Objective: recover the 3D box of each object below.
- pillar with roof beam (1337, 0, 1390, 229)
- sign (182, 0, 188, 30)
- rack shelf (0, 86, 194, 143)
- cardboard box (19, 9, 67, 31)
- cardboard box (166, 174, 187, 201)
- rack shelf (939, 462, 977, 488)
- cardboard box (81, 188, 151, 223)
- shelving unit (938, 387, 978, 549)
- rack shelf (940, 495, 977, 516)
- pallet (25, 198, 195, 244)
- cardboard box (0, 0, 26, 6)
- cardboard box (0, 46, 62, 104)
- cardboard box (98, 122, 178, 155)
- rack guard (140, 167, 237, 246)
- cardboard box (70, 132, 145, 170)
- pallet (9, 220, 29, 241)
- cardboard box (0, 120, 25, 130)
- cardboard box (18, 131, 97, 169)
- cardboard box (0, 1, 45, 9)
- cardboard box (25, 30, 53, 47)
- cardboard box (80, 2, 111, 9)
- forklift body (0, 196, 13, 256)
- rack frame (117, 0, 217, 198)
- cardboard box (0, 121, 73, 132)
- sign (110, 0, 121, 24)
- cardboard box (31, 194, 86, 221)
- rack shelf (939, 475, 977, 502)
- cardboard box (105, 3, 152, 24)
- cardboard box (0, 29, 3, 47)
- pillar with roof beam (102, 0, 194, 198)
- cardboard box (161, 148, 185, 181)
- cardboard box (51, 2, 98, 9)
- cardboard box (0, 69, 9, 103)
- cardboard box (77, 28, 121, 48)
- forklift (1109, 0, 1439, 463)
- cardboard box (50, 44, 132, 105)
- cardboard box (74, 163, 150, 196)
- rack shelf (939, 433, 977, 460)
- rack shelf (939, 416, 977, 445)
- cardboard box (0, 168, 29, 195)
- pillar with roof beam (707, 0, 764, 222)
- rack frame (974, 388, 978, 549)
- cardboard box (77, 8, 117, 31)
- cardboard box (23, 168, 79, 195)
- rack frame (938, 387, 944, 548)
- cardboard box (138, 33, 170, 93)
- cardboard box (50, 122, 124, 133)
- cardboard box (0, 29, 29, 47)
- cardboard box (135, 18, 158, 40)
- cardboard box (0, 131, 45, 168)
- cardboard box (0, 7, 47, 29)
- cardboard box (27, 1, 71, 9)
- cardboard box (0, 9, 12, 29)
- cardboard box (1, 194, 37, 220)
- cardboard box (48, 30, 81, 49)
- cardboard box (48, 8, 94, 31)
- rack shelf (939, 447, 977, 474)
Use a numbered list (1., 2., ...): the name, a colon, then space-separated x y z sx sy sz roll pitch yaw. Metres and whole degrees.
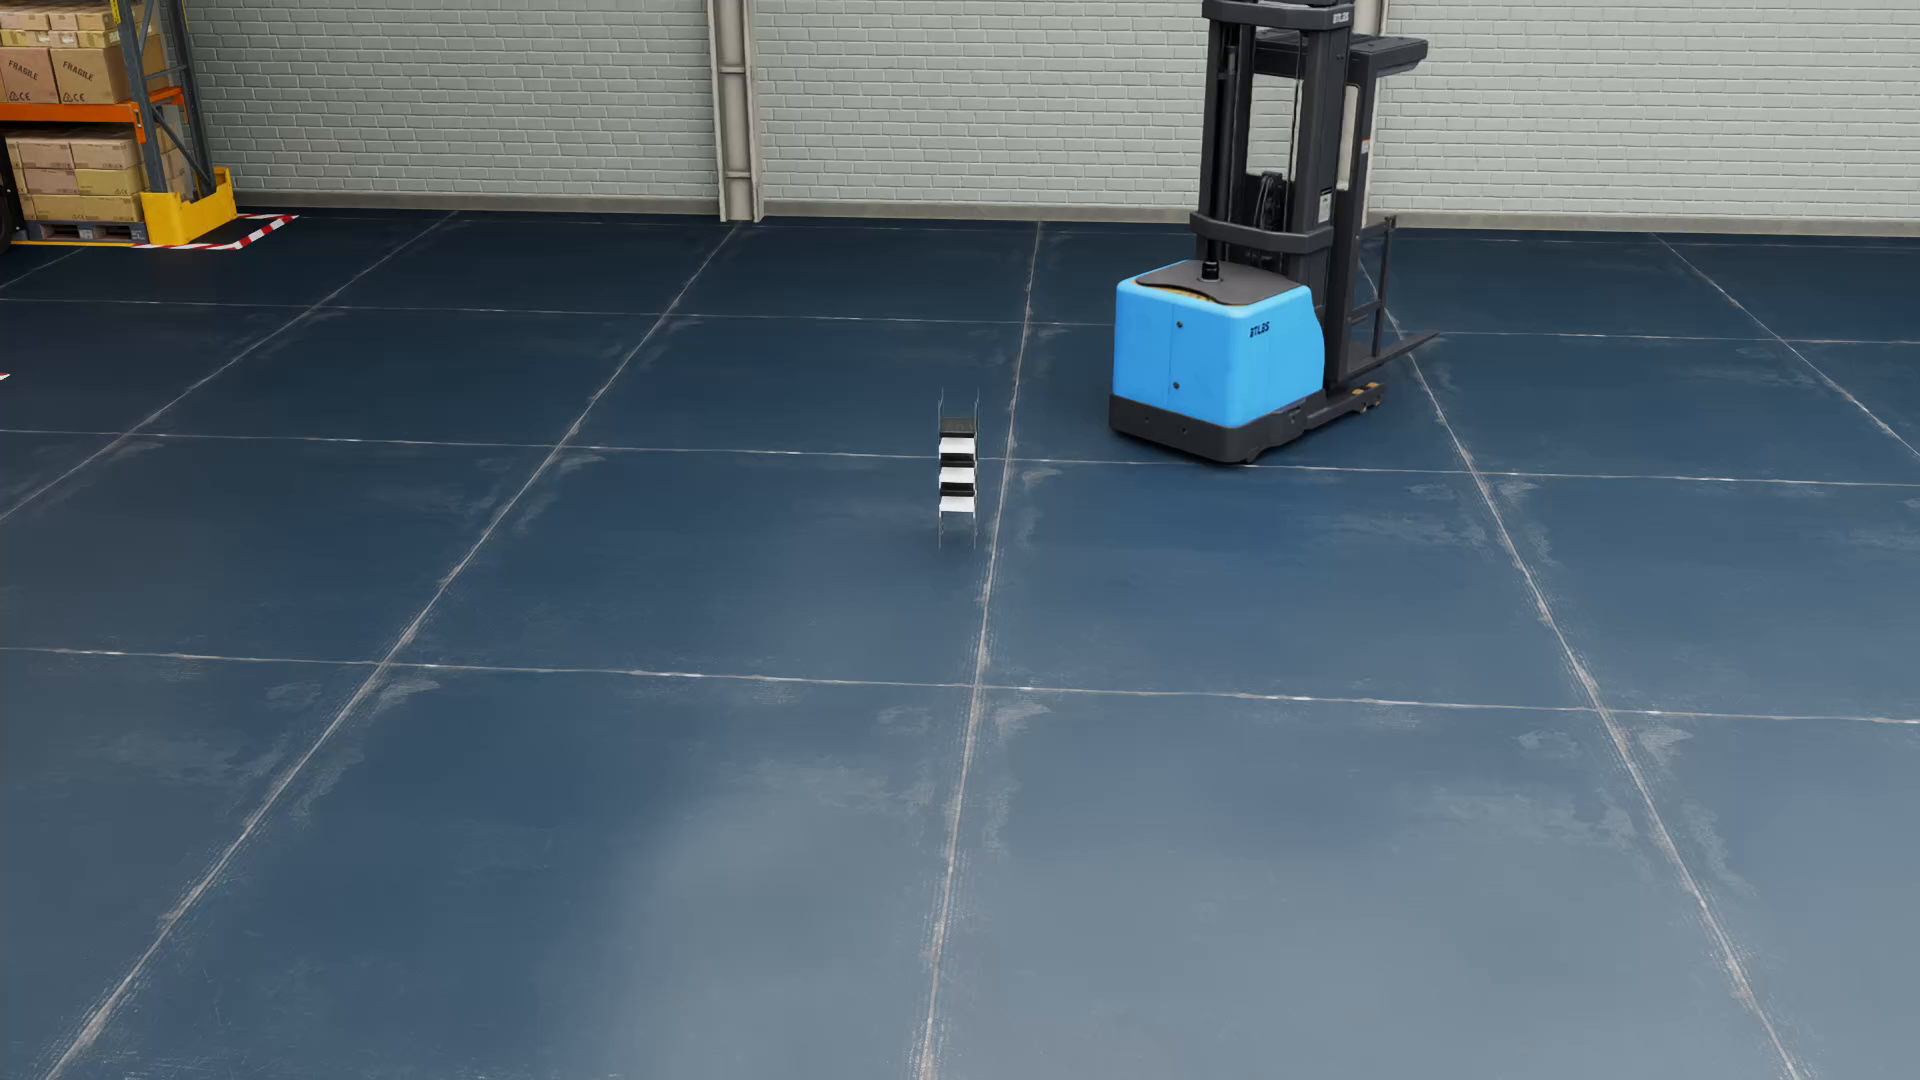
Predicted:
1. pillar with roof beam: 3.451 -5.360 10.632 0.400 9.000 9.100 2 25 4
2. sign: -7.510 -5.075 16.060 0.005 0.325 0.100 2 25 4
3. rack shelf: -9.553 -4.152 16.045 4.000 0.370 1.077 2 25 4
4. cardboard box: -8.443 -4.805 15.354 0.250 0.149 0.380 2 25 5
5. cardboard box: -8.033 -3.453 16.454 0.500 0.250 0.500 2 25 4
6. rack shelf: -0.008 -0.379 9.576 0.200 0.077 0.258 2 25 4
7. cardboard box: -8.051 -3.240 15.989 0.500 0.250 0.500 2 25 4
8. shelving unit: -0.008 -0.409 9.562 0.210 0.900 0.258 2 25 4
9. rack shelf: -0.008 -0.215 9.652 0.200 0.077 0.258 2 25 4
10. pallet: -8.324 -3.155 16.354 1.213 0.211 1.003 2 25 4
11. cardboard box: -9.164 -5.076 15.942 0.250 0.149 0.380 1 25 3
12. cardboard box: -8.586 -4.387 15.576 0.500 0.500 0.500 3 25 6
13. cardboard box: -8.023 -3.905 16.238 0.500 0.250 0.500 1 25 3
14. rack guard: -7.535 -3.278 16.276 0.348 0.500 1.175 2 25 4
15. cardboard box: -8.042 -3.695 15.783 0.500 0.250 0.500 3 25 6
16. pallet: -9.537 -3.195 16.441 1.213 0.211 1.003 2 25 4
17. cardboard box: -9.530 -3.959 16.356 0.500 0.250 0.500 1 25 3
18. cardboard box: -8.551 -3.709 15.813 0.500 0.250 0.500 2 25 5
19. cardboard box: -8.910 -5.027 15.834 0.250 0.149 0.380 3 25 6
20. cardboard box: -8.437 -4.679 15.434 0.250 0.149 0.380 2 25 5
21. cardboard box: -8.137 -5.024 15.829 0.250 0.149 0.380 3 25 6
22. forklift body: -9.589 -3.329 14.412 1.214 2.155 2.313 2 25 4
23. rack frame: -7.559 -4.415 15.756 0.127 3.000 1.000 2 25 4
24. cardboard box: -9.020 -3.940 16.314 0.500 0.250 0.500 2 25 4
25. sign: -7.614 -4.822 14.974 0.005 0.325 0.100 2 25 4
26. cardboard box: -8.546 -3.259 16.032 0.500 0.250 0.500 2 25 4
27. rack shelf: -0.008 -0.297 9.614 0.200 0.077 0.258 2 25 4
28. cardboard box: -7.877 -4.990 15.754 0.250 0.149 0.380 1 25 3
29. cardboard box: -8.953 -4.680 15.437 0.250 0.149 0.380 1 25 2
30. pillar with roof beam: -8.513 -5.744 11.467 0.400 9.000 9.100 2 25 4
31. cardboard box: -8.011 -3.685 16.359 0.500 0.250 0.500 2 25 5
32. cardboard box: -8.400 -5.015 15.808 0.250 0.149 0.380 2 25 5
33. cardboard box: -9.097 -4.403 15.611 0.500 0.500 0.500 1 25 3
34. cardboard box: -7.926 -4.649 15.369 0.250 0.149 0.380 2 25 5
35. forklift: 2.380 -2.354 11.360 1.130 2.935 3.031 21 32 38
36. cardboard box: -8.069 -4.366 15.531 0.500 0.500 0.500 1 25 3
37. cardboard box: -8.068 -3.469 15.889 0.500 0.250 0.500 2 25 3
38. rack shelf: -0.008 -0.542 9.501 0.200 0.077 0.258 2 25 4
39. rack shelf: -0.008 -0.624 9.464 0.200 0.077 0.258 2 25 4
40. cardboard box: -9.083 -3.497 15.950 0.500 0.250 0.500 1 25 3
41. pillar with roof beam: -2.531 -5.552 11.050 0.400 9.000 9.100 2 25 4
42. rack frame: 0.093 -0.406 9.555 0.006 0.900 0.240 2 25 4
43. cardboard box: -7.932 -4.813 15.371 0.250 0.149 0.380 2 25 4
44. cardboard box: -8.567 -3.489 15.933 0.500 0.250 0.500 2 25 3
45. rack frame: -0.109 -0.412 9.570 0.006 0.900 0.240 2 25 4
46. cardboard box: -8.031 -4.592 16.021 0.500 0.500 0.500 3 25 6
47. cardboard box: -8.522 -3.919 16.270 0.500 0.250 0.500 2 25 4
48. cardboard box: -8.683 -4.691 15.461 0.250 0.149 0.380 2 25 4
49. cardboard box: -7.877 -4.874 15.858 0.250 0.149 0.380 1 25 3
50. cardboard box: -9.055 -3.721 15.839 0.500 0.250 0.500 2 25 5
51. cardboard box: -8.686 -4.844 15.438 0.250 0.149 0.380 2 25 4
52. cardboard box: -8.645 -5.029 15.839 0.250 0.149 0.380 2 25 4
53. cardboard box: -8.954 -4.807 15.356 0.250 0.149 0.380 2 25 5
54. cardboard box: -9.044 -3.279 16.075 0.500 0.250 0.500 2 25 5
55. cardboard box: -8.183 -4.645 15.360 0.250 0.149 0.380 2 25 5
56. cardboard box: -8.180 -4.808 15.360 0.250 0.149 0.380 2 25 4
57. rack shelf: -0.008 -0.461 9.539 0.200 0.077 0.258 2 25 4
